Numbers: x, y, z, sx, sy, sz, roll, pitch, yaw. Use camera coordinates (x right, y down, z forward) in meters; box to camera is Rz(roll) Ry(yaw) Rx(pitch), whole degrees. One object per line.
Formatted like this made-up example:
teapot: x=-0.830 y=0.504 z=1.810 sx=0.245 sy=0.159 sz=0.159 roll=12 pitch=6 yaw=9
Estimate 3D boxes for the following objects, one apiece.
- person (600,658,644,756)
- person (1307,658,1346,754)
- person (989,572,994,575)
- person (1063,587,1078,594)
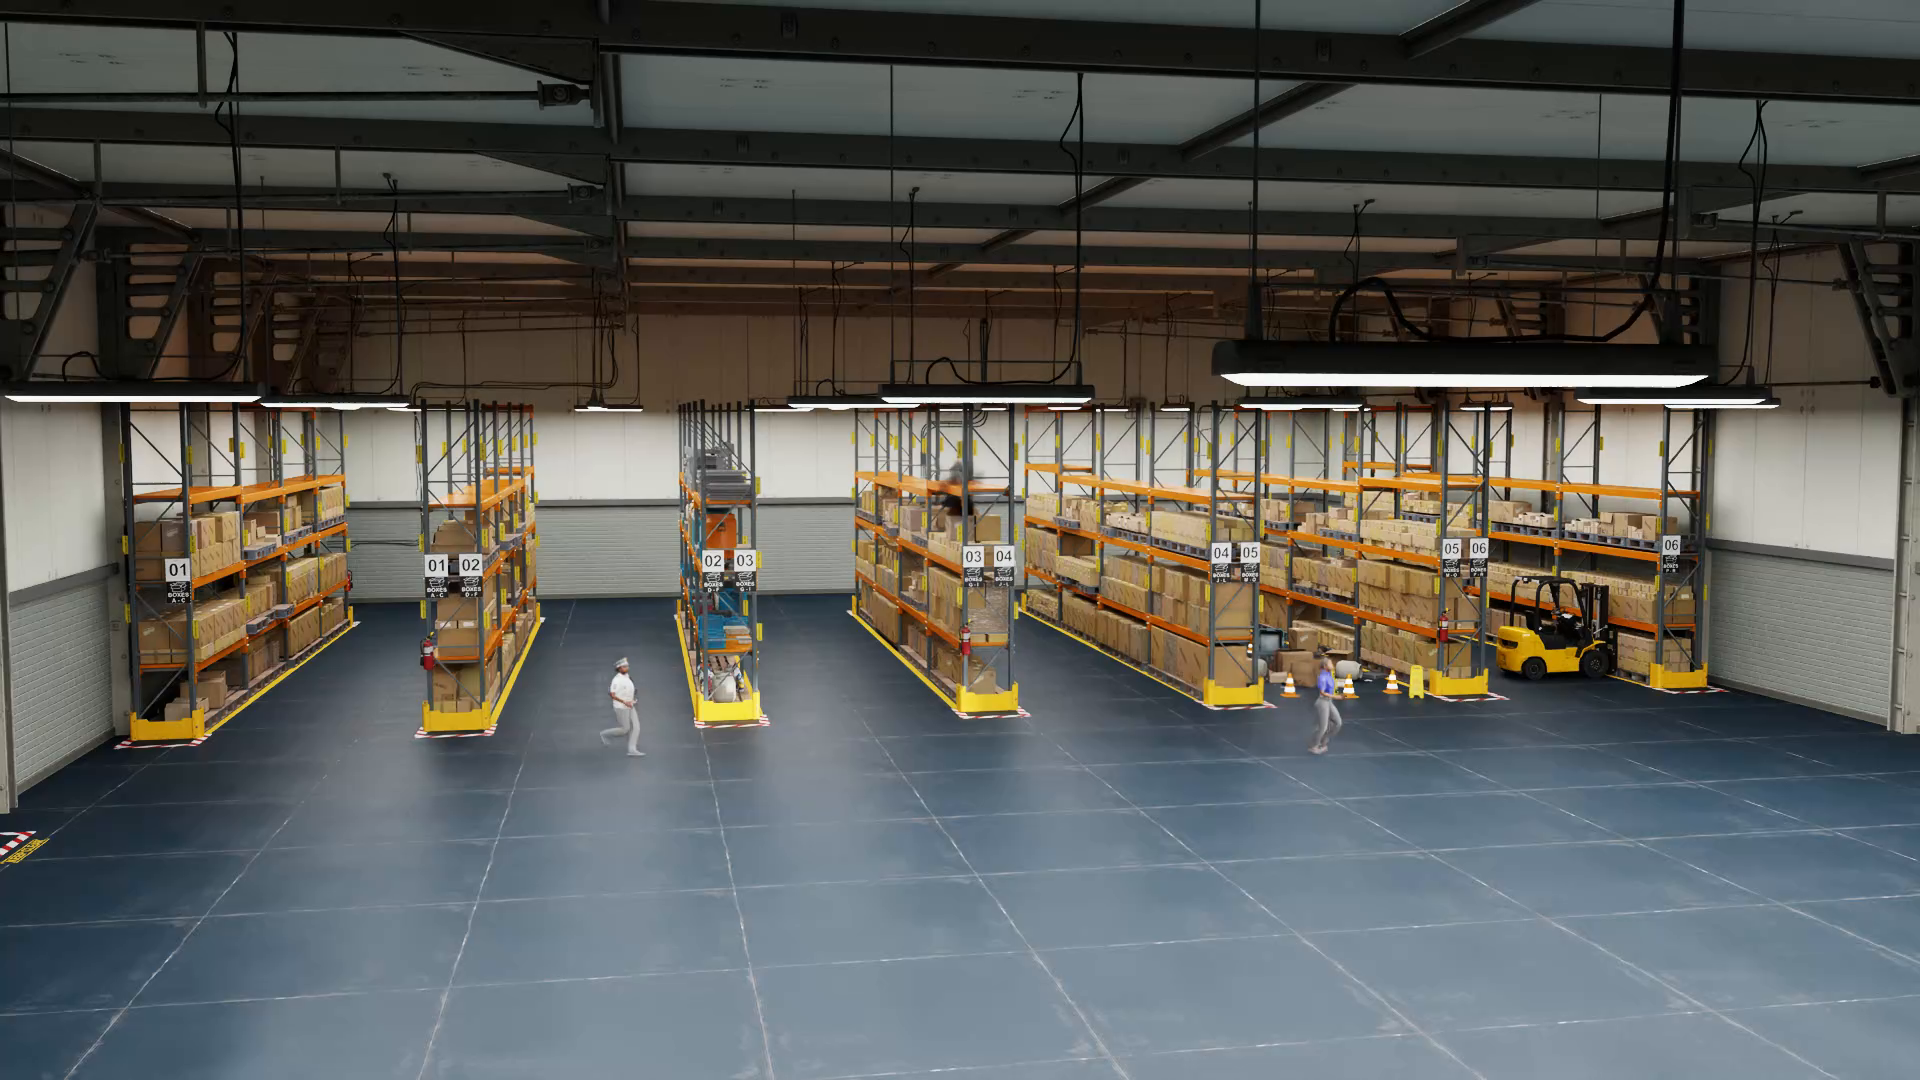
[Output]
person: x=-5.652 y=2.796 z=27.917 sx=0.768 sy=1.660 sz=0.593 roll=1 pitch=5 yaw=17
person: x=6.184 y=2.800 z=27.984 sx=0.654 sy=1.657 sz=0.593 roll=3 pitch=5 yaw=30
person: x=0.921 y=1.370 z=46.743 sx=0.561 sy=1.640 sz=0.600 roll=-1 pitch=4 yaw=-12
person: x=3.175 y=1.117 z=49.790 sx=0.657 sy=1.659 sz=0.901 roll=-3 pitch=5 yaw=-38
